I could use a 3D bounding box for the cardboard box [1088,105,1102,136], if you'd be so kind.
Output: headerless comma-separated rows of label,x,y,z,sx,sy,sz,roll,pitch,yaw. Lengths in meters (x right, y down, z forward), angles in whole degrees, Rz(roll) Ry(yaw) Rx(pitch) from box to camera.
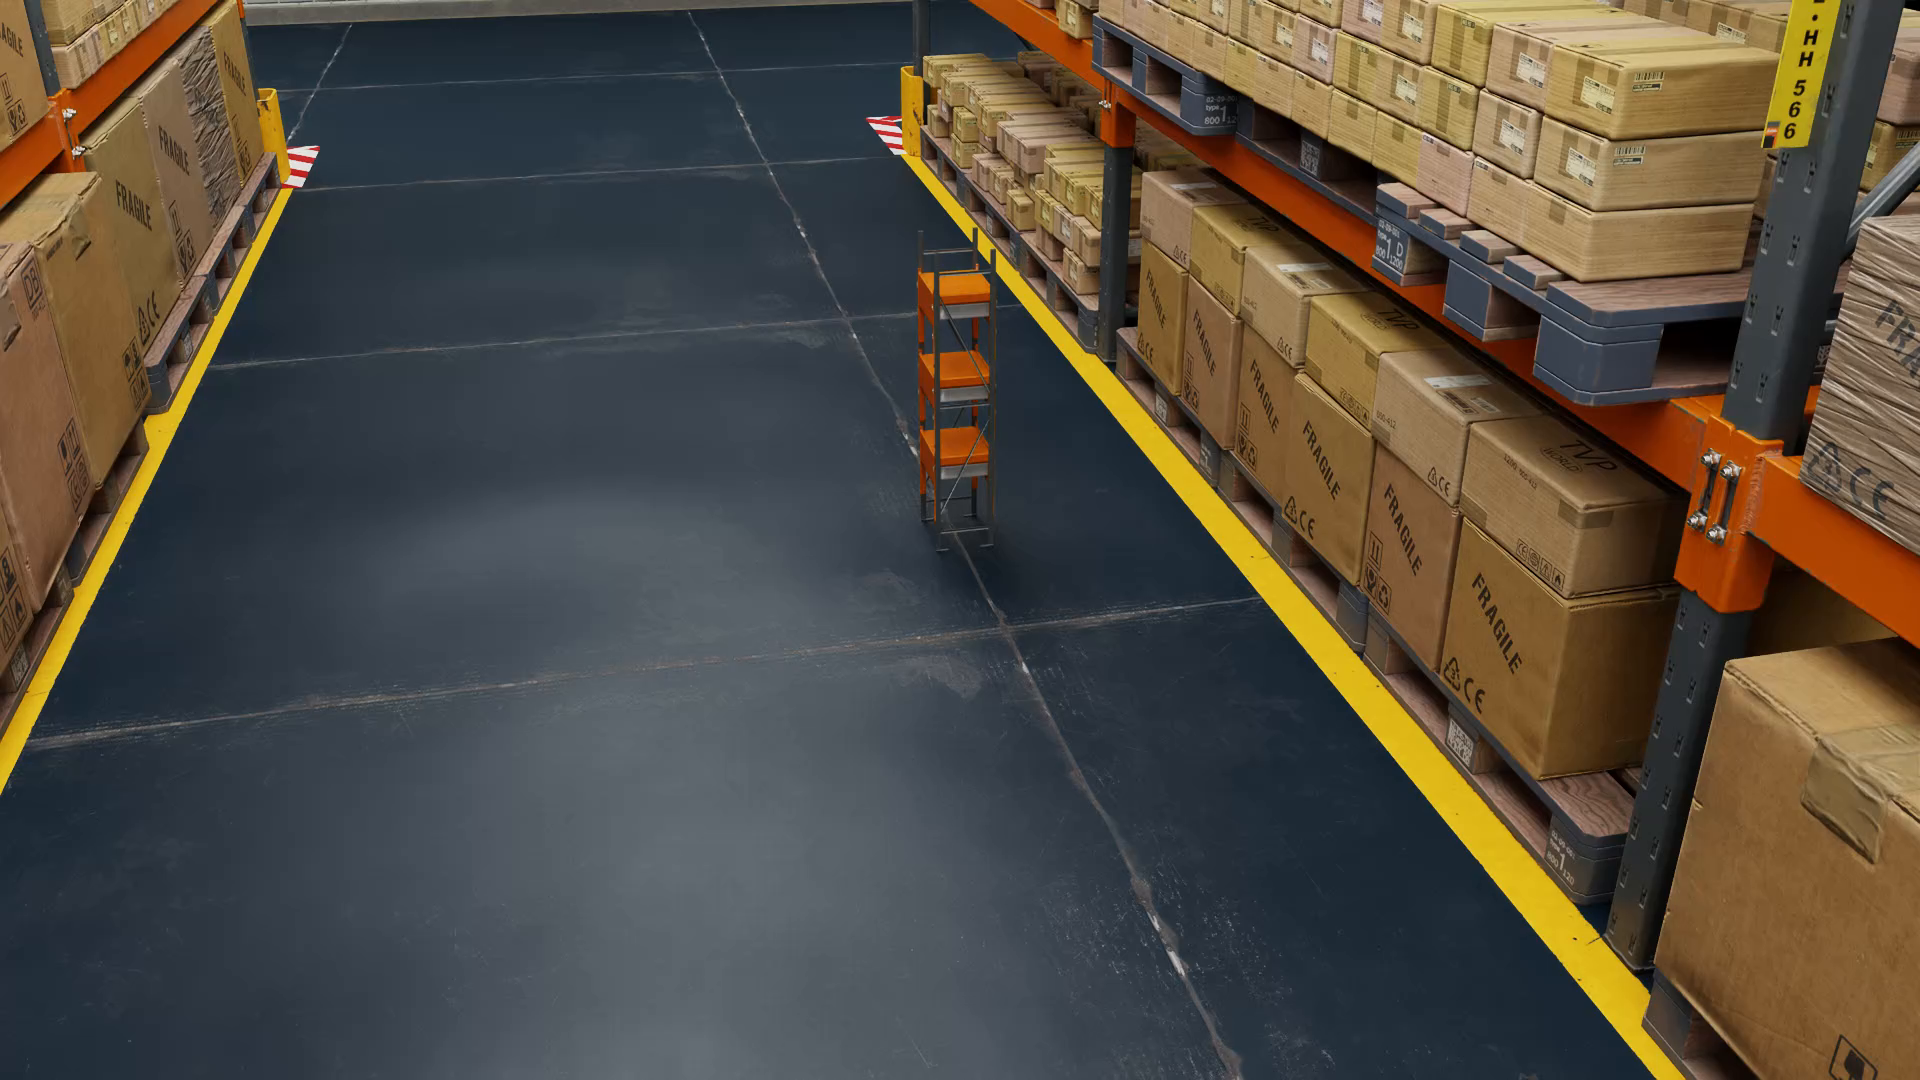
cardboard box,0.901,-2.223,8.864,0.380,0.149,0.250,-6,27,-11

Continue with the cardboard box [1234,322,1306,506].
cardboard box,1.264,-0.442,5.604,0.500,0.500,0.500,-5,27,-11

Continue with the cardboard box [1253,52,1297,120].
cardboard box,1.098,-1.354,4.917,0.380,0.149,0.250,-7,28,-14

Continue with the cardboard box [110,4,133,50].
cardboard box,-3.674,-2.120,6.901,0.380,0.149,0.250,-7,28,-13

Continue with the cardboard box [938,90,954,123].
cardboard box,0.077,-2.604,9.947,0.380,0.149,0.250,-6,27,-12

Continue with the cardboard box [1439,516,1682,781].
cardboard box,1.602,0.240,4.254,0.500,0.500,0.500,-6,27,-12

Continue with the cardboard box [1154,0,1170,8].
cardboard box,0.863,-1.944,5.755,0.380,0.149,0.250,-5,27,-10

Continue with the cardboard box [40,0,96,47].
cardboard box,-3.602,-2.021,6.262,0.500,0.250,0.500,-6,27,-13

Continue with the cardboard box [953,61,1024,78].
cardboard box,0.169,-2.745,9.897,0.380,0.149,0.250,-5,27,-11

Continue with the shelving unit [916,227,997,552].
shelving unit,-0.012,-0.492,5.560,0.215,1.050,0.252,-6,27,-12

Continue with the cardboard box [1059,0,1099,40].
cardboard box,0.647,-2.274,7.204,0.380,0.149,0.250,-7,28,-13

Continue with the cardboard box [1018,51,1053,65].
cardboard box,0.569,-2.912,10.228,0.380,0.149,0.250,-6,27,-11

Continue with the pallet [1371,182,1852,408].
pallet,1.741,-0.642,3.907,1.213,0.211,1.003,-6,27,-12

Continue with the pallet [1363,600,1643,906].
pallet,1.831,0.476,4.573,1.003,0.211,1.213,-6,27,-12

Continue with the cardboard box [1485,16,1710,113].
cardboard box,1.394,-1.046,3.646,0.380,0.149,0.250,-6,27,-12

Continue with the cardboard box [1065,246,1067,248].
cardboard box,0.707,-1.357,7.807,0.380,0.149,0.250,-5,27,-10

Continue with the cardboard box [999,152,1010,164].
cardboard box,0.424,-2.160,9.068,0.380,0.149,0.250,-5,27,-9

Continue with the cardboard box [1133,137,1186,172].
cardboard box,1.038,-1.880,8.183,0.380,0.149,0.250,-7,28,-13

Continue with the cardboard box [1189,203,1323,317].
cardboard box,1.135,-1.004,5.885,0.500,0.250,0.500,-5,27,-10

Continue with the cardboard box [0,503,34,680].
cardboard box,-3.178,0.097,4.121,1.225,0.875,0.875,-6,27,-11

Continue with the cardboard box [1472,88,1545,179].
cardboard box,1.389,-0.922,3.730,0.380,0.149,0.250,-5,27,-10

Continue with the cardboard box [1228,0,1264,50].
cardboard box,1.045,-1.595,5.064,0.380,0.149,0.250,-6,27,-12

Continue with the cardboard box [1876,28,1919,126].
cardboard box,2.089,-0.991,3.538,0.380,0.149,0.250,-6,27,-12

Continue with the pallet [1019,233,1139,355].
pallet,0.918,-1.228,7.950,1.003,0.211,1.213,-6,27,-12

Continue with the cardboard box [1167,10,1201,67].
cardboard box,0.921,-1.696,5.594,0.380,0.149,0.250,-6,27,-11

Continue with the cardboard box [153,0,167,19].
cardboard box,-3.847,-2.458,7.571,0.380,0.149,0.250,-7,28,-13

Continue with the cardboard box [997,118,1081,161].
cardboard box,0.405,-2.057,8.535,0.380,0.149,0.250,-7,28,-13

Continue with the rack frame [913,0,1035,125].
rack frame,0.202,-3.938,10.223,1.000,3.000,0.127,-6,27,-12

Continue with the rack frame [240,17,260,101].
rack frame,-4.653,-3.479,9.313,1.000,3.000,0.127,-6,27,-12

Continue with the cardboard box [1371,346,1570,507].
cardboard box,1.471,-0.327,4.544,0.500,0.250,0.500,-6,27,-11

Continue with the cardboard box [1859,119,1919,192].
cardboard box,2.092,-0.867,3.621,0.380,0.149,0.250,-5,27,-9

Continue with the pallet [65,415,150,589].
pallet,-3.504,-0.147,5.807,1.003,0.211,1.213,-6,27,-12

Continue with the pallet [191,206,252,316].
pallet,-4.125,-1.356,8.203,1.003,0.211,1.213,-6,27,-12

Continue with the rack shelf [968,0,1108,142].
rack shelf,0.653,-2.739,8.646,1.077,0.370,4.000,-6,27,-12

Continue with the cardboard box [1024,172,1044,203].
cardboard box,0.535,-1.799,8.353,0.380,0.149,0.250,-5,27,-10

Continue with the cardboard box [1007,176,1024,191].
cardboard box,0.457,-1.810,8.705,0.380,0.149,0.250,-5,27,-11

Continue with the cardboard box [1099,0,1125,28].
cardboard box,0.745,-2.038,6.271,0.380,0.149,0.250,-7,28,-14

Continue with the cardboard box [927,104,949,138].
cardboard box,0.009,-2.590,10.251,0.380,0.149,0.250,-5,27,-11

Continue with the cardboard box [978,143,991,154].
cardboard box,0.311,-2.150,9.378,0.380,0.149,0.250,-6,27,-11

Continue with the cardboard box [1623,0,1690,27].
cardboard box,1.917,-1.332,4.212,0.380,0.149,0.250,-7,28,-14

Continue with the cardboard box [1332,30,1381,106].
cardboard box,1.217,-1.256,4.393,0.380,0.149,0.250,-6,27,-12

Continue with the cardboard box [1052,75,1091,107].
cardboard box,0.748,-2.575,9.560,0.380,0.149,0.250,-7,28,-14

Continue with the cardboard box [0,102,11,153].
cardboard box,-3.275,-1.372,5.028,0.500,0.500,0.500,-5,27,-10

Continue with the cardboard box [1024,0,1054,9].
cardboard box,0.521,-2.629,7.908,0.380,0.149,0.250,-7,28,-14

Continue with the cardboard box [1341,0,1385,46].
cardboard box,1.222,-1.384,4.316,0.380,0.149,0.250,-6,27,-12

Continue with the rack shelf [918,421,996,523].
rack shelf,-0.012,-0.235,5.690,0.215,0.259,0.240,-6,27,-12

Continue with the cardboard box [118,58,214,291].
cardboard box,-4.025,-1.655,7.591,0.875,0.875,0.875,-6,27,-12

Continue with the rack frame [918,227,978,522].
rack frame,-0.040,-0.546,5.666,0.200,1.050,0.008,-6,27,-12

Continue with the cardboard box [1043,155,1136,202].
cardboard box,0.611,-1.709,7.844,0.380,0.149,0.250,-6,27,-12

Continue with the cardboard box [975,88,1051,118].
cardboard box,0.291,-2.398,9.210,0.380,0.149,0.250,-5,27,-10

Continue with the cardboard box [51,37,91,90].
cardboard box,-3.494,-1.774,6.215,0.380,0.149,0.250,-6,27,-11

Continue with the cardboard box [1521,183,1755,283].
cardboard box,1.446,-0.671,3.564,0.380,0.149,0.250,-5,27,-11

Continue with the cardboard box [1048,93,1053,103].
cardboard box,0.718,-2.555,9.851,0.380,0.149,0.250,-7,28,-14

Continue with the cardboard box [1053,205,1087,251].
cardboard box,0.650,-1.453,7.668,0.380,0.149,0.250,-7,28,-14

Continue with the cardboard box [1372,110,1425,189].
cardboard box,1.281,-1.003,4.221,0.380,0.149,0.250,-6,27,-12

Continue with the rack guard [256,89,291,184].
rack guard,-4.658,-2.373,9.897,1.175,0.500,0.348,-6,27,-12

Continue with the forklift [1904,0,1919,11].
forklift,3.074,-1.493,5.456,1.130,2.935,3.031,-6,27,-11
